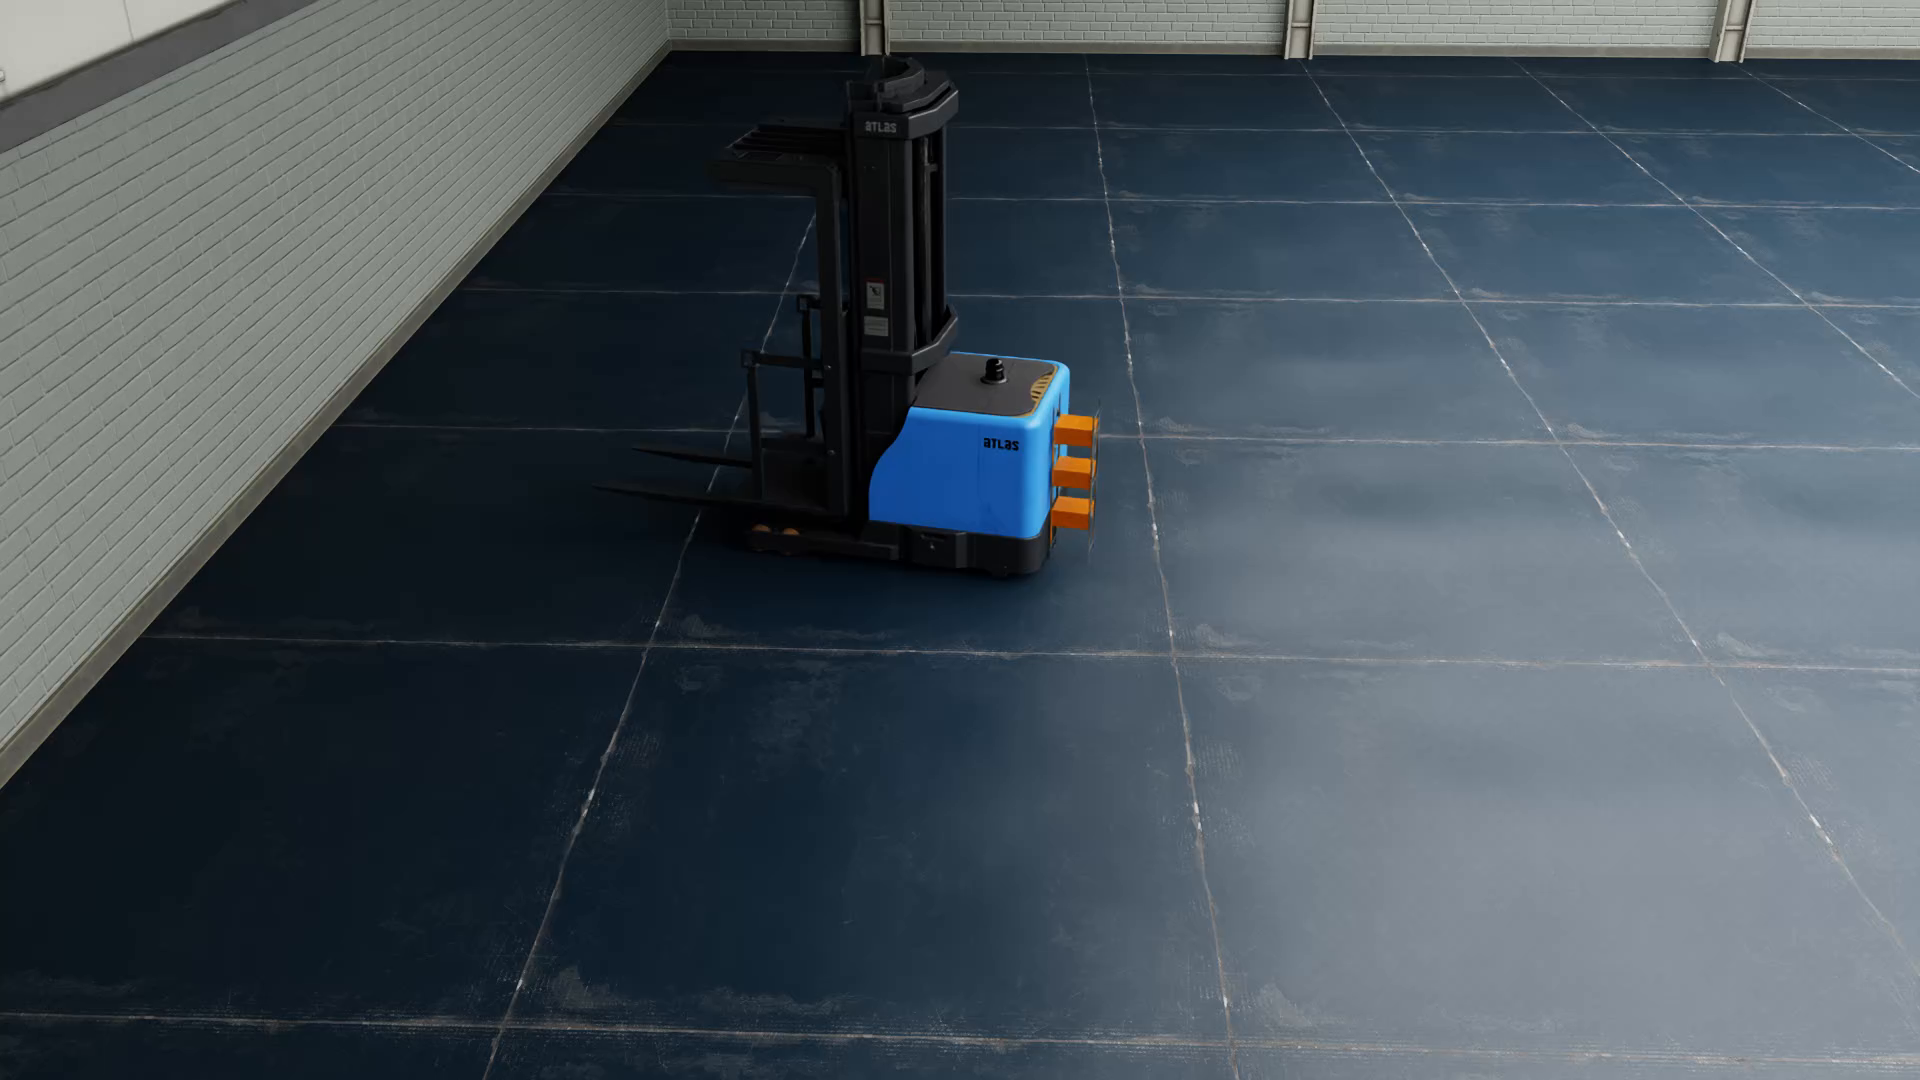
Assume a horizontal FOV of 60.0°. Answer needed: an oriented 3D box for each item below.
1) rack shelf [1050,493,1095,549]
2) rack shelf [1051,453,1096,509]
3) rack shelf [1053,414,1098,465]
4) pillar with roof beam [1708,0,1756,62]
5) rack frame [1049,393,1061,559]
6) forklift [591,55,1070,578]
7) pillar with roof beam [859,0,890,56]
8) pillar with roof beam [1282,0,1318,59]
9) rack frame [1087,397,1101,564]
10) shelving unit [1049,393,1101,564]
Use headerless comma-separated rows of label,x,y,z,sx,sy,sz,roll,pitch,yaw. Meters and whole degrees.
rack shelf,0.706,-0.119,10.395,0.240,0.259,0.215,7,29,13
rack shelf,0.706,-0.364,10.264,0.240,0.259,0.215,7,29,13
rack shelf,0.706,-0.615,10.131,0.240,0.259,0.215,7,29,13
pillar with roof beam,10.630,-8.729,17.535,0.400,9.000,9.100,1,28,2
rack frame,0.588,-0.388,10.287,0.008,1.050,0.200,7,29,13
forklift,-0.869,-1.429,10.242,3.031,2.935,1.130,7,29,13
pillar with roof beam,-1.362,-8.928,17.909,0.400,9.000,9.100,1,28,2
pillar with roof beam,4.634,-8.828,17.722,0.400,9.000,9.100,1,28,2
rack frame,0.824,-0.359,10.232,0.008,1.050,0.200,7,29,13
shelving unit,0.706,-0.374,10.259,0.252,1.050,0.215,7,29,13
